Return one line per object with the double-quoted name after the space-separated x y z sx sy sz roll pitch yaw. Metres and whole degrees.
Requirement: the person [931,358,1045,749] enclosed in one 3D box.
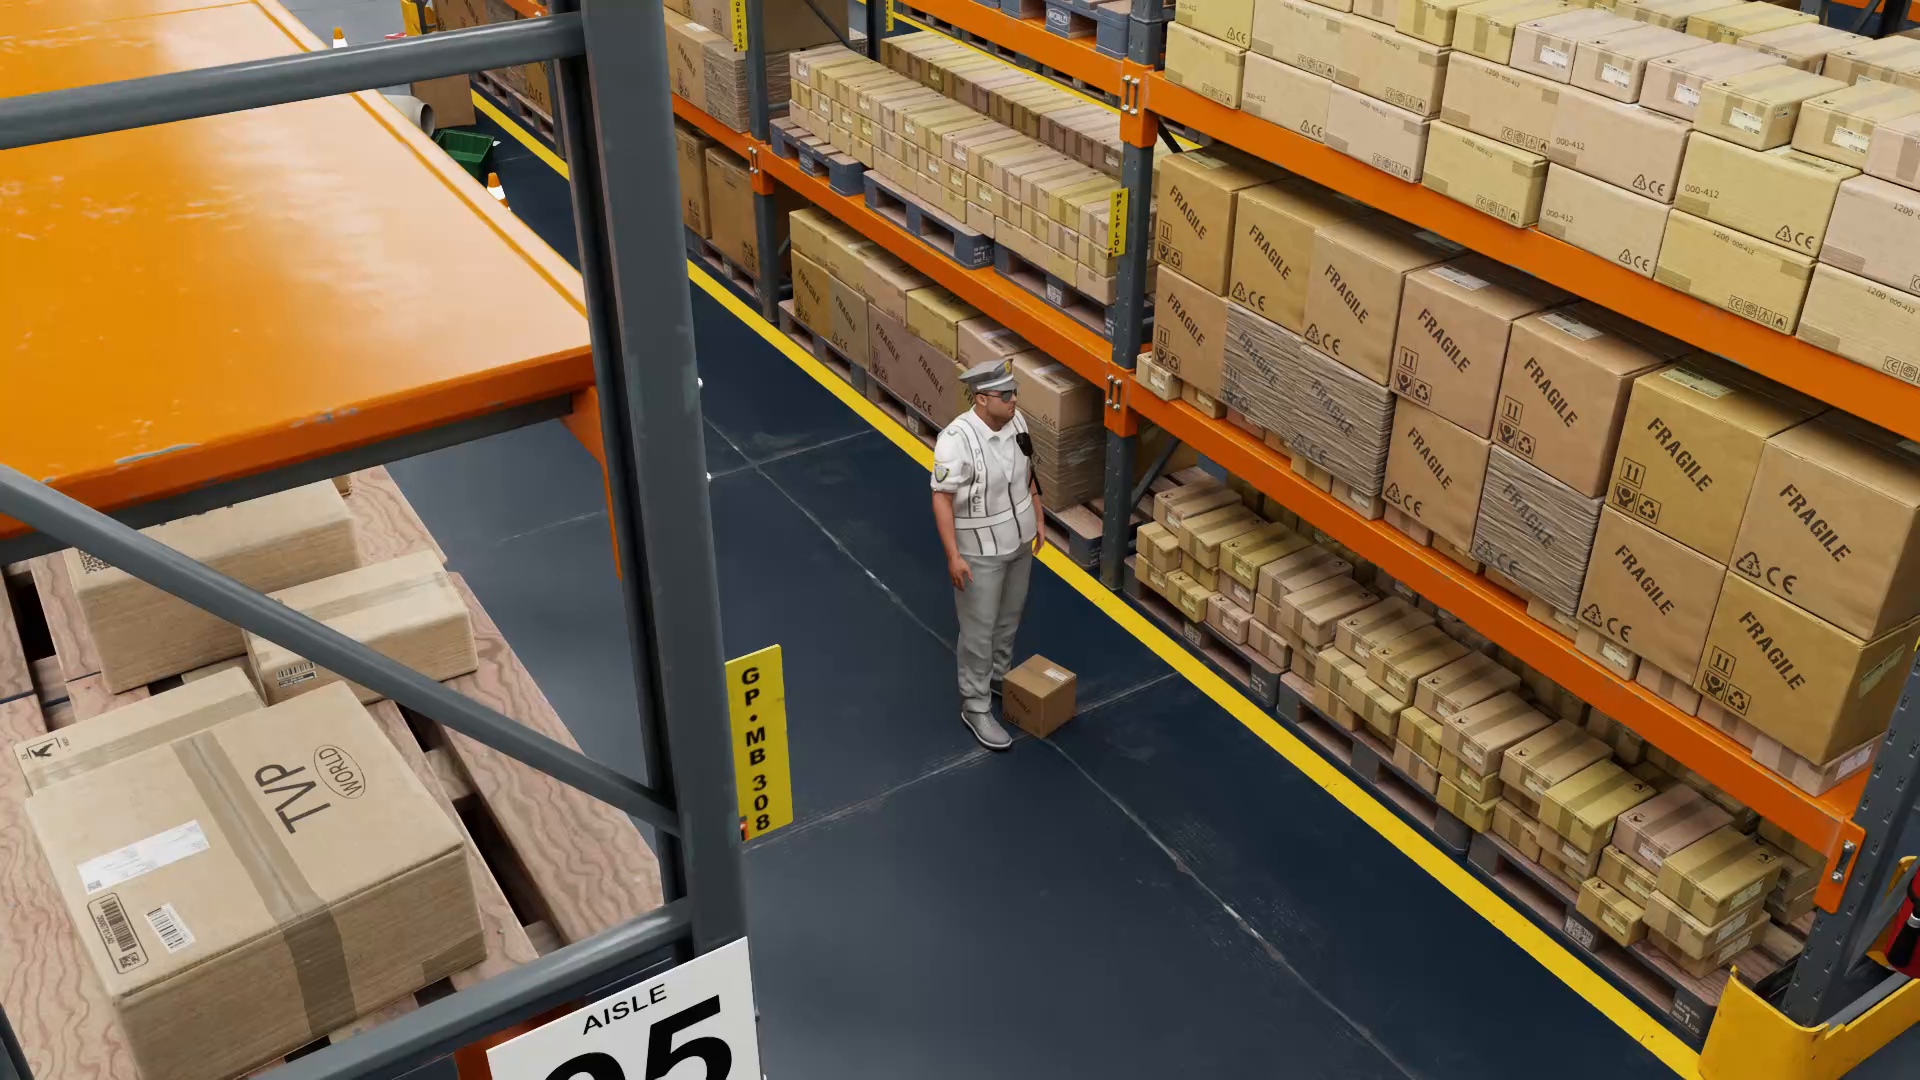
0.201 0.023 7.617 0.573 1.781 0.641 27 41 36 "person"
